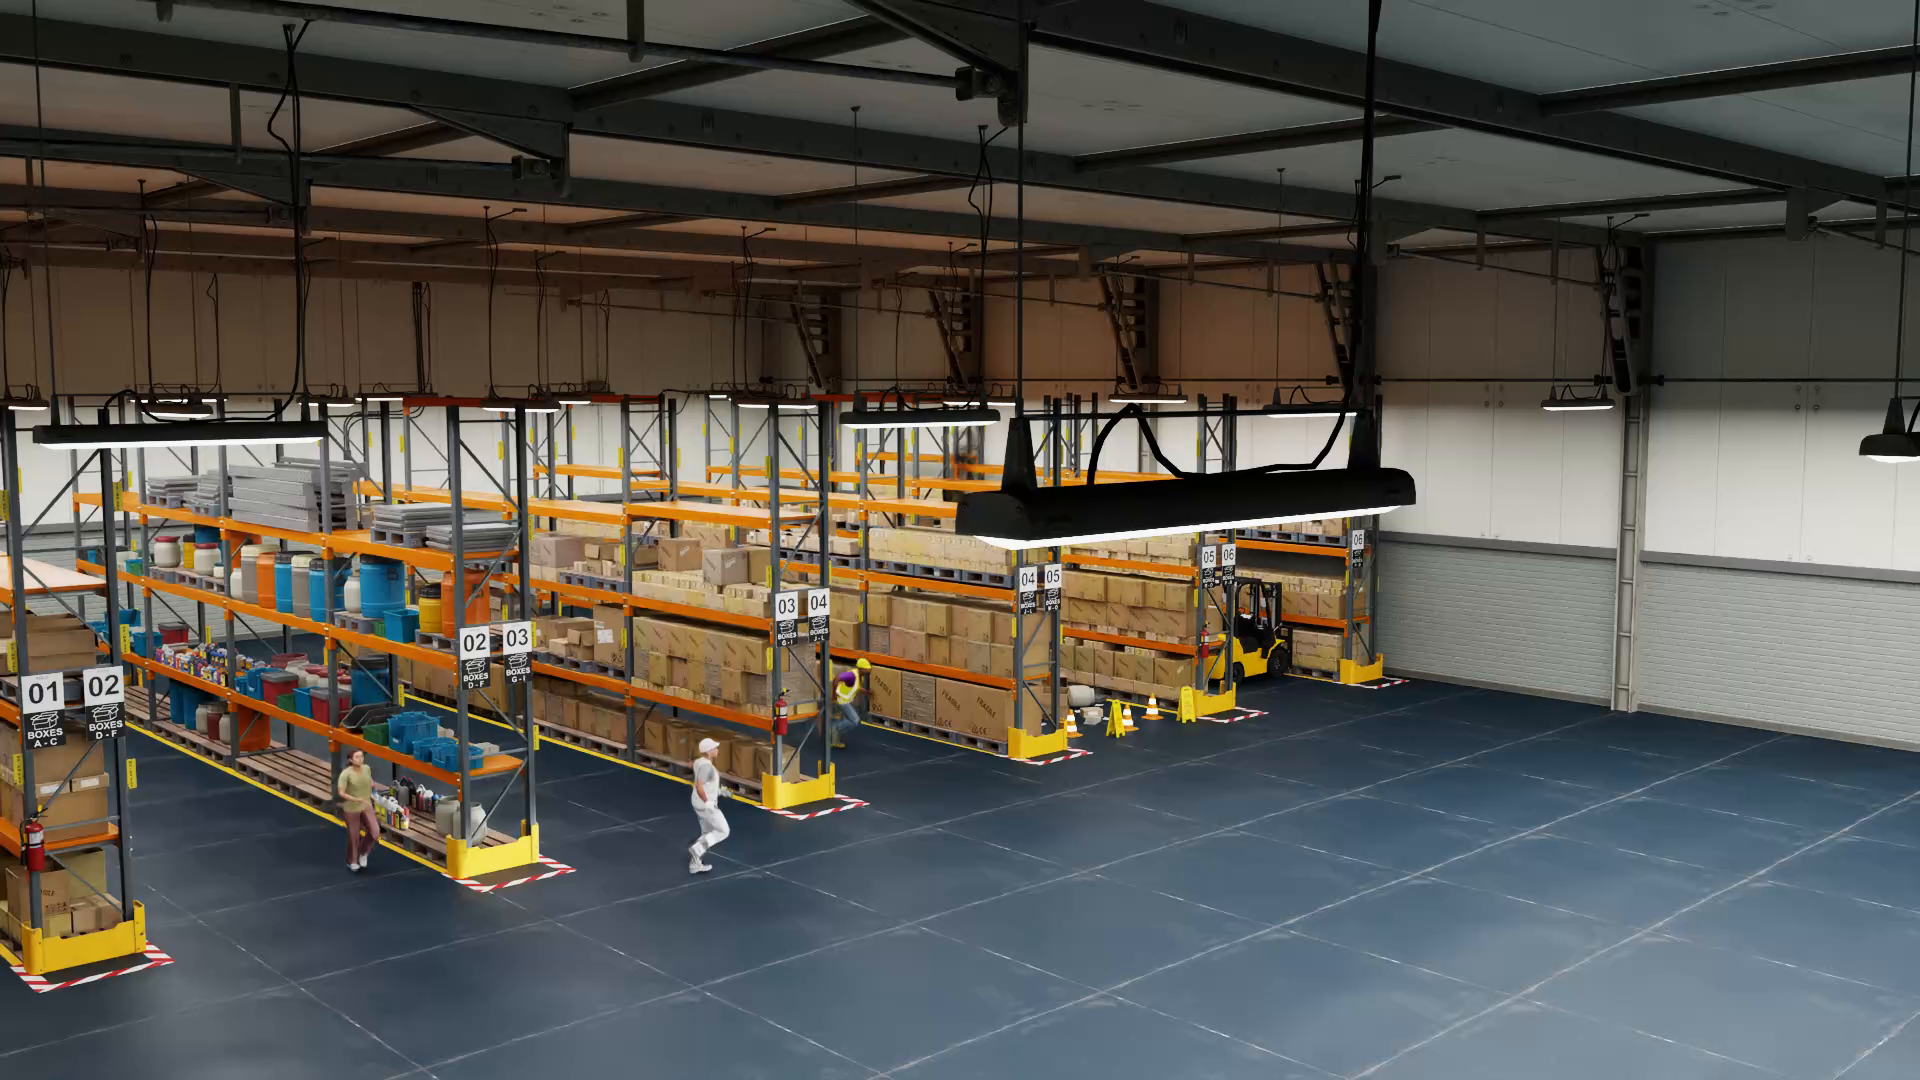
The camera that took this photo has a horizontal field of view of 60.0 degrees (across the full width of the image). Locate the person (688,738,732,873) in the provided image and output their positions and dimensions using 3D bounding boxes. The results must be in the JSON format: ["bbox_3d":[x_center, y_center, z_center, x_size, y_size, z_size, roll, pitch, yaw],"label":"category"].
[{"bbox_3d":[-3.206,3.402,21.348,0.632,1.732,0.670,-2,6,-21],"label":"person"}]

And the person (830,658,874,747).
[{"bbox_3d":[-1.900,2.798,28.434,0.838,1.578,0.735,2,6,18],"label":"person"}]

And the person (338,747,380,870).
[{"bbox_3d":[-7.695,3.450,21.306,0.680,1.626,0.552,5,8,43],"label":"person"}]
